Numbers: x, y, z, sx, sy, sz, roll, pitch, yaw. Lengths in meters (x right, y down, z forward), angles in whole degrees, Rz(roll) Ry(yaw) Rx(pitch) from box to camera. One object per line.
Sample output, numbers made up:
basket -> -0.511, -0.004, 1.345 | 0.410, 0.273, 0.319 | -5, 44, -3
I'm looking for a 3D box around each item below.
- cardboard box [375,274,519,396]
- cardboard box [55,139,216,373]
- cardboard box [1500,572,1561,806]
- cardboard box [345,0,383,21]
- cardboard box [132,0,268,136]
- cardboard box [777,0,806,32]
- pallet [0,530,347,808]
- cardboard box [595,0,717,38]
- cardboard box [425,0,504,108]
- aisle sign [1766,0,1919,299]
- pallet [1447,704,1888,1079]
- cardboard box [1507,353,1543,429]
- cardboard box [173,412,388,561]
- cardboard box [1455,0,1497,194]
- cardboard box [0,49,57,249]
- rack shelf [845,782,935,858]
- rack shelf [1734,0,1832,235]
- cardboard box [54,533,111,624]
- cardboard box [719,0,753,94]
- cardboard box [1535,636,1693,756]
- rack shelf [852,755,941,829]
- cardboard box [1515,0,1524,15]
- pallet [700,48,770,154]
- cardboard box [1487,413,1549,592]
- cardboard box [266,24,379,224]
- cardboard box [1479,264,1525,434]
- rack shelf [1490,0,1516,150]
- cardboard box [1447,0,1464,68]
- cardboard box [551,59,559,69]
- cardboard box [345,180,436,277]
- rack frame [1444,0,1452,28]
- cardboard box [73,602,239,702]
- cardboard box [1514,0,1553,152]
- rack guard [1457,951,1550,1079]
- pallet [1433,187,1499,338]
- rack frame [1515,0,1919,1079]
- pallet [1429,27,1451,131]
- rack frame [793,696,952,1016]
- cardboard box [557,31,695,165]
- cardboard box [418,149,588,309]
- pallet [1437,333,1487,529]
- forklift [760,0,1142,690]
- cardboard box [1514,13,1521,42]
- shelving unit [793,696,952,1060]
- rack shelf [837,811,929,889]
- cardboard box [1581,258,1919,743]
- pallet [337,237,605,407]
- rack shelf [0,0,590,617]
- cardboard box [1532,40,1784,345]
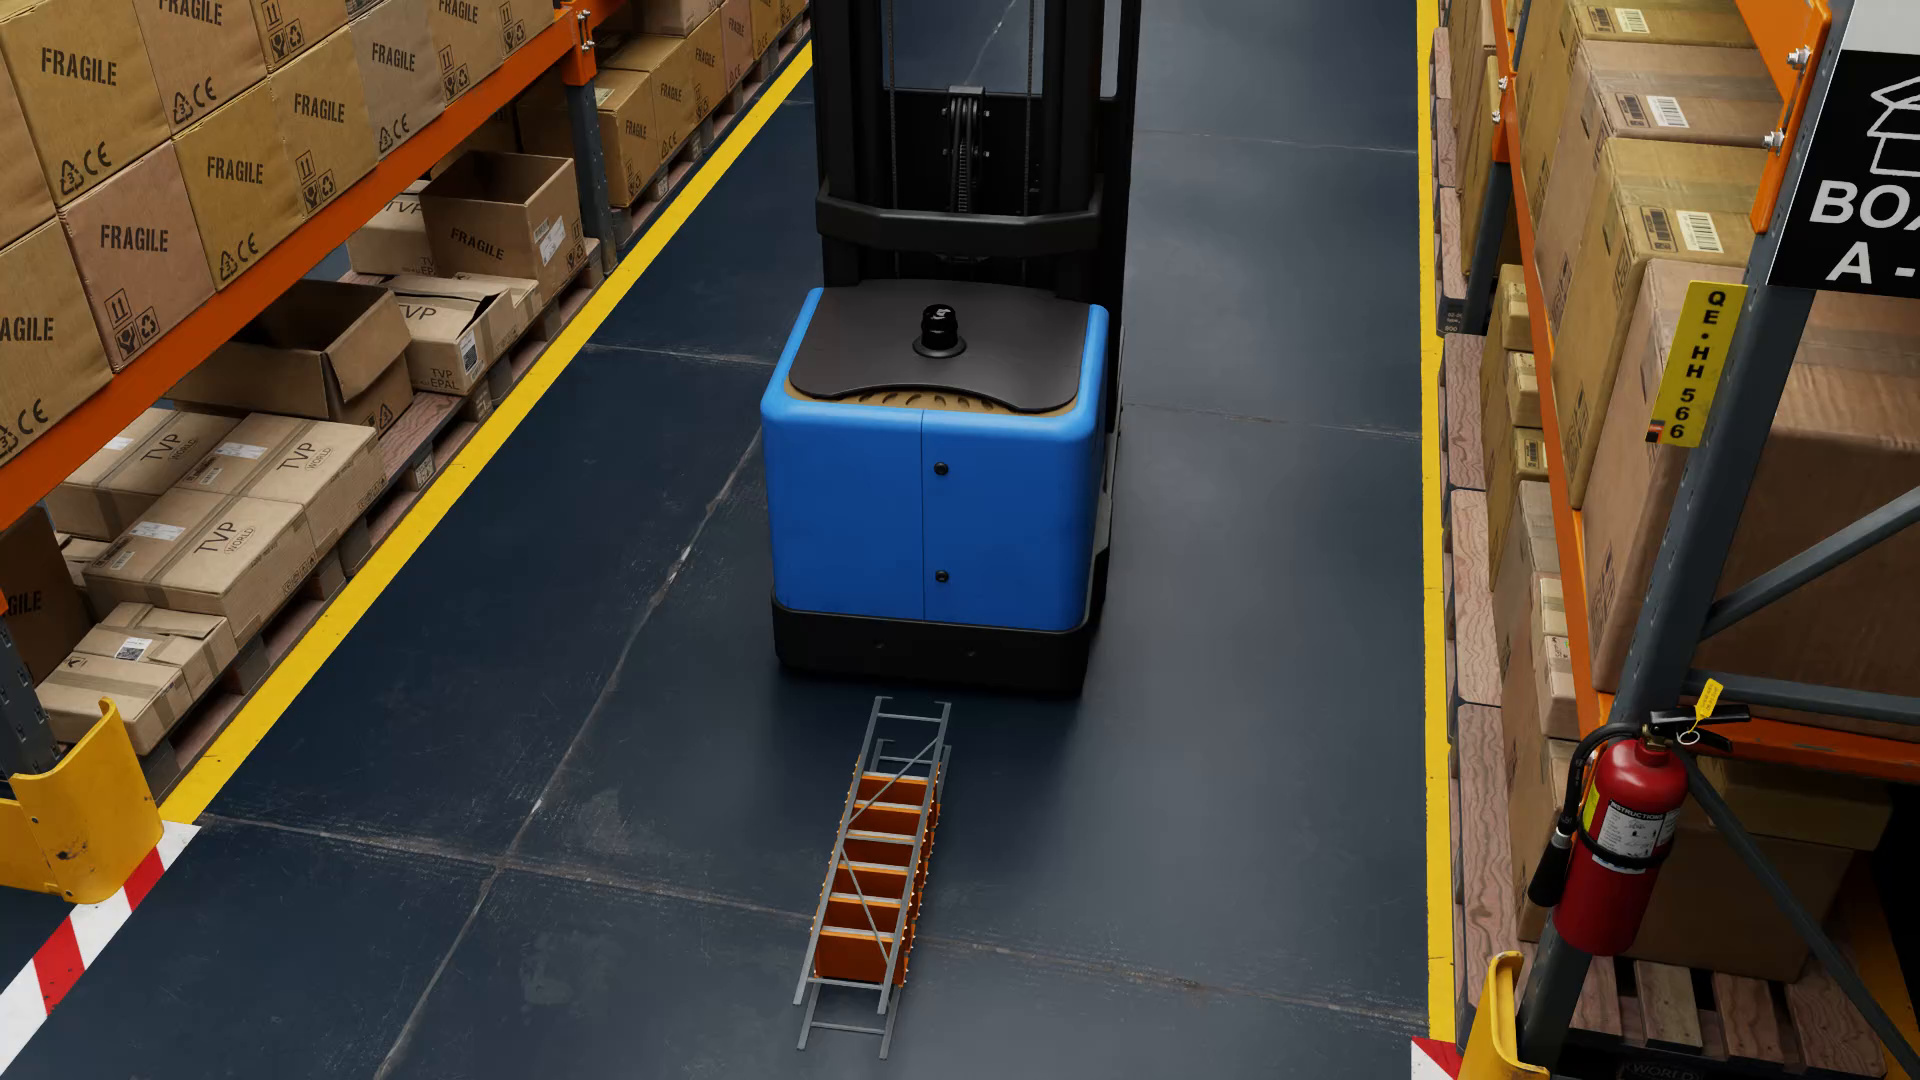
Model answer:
cardboard box -> -2.167, -0.873, 6.815 | 0.500, 0.311, 0.500 | 7, 37, 10
cardboard box -> -2.560, -0.841, 4.769 | 0.500, 0.500, 0.500 | 7, 37, 10
cardboard box -> 1.982, 0.477, 4.808 | 0.700, 0.500, 0.500 | 7, 37, 10
cardboard box -> -2.232, -2.116, 5.677 | 0.500, 0.500, 0.500 | 8, 37, 10
cardboard box -> -2.449, -1.537, 4.877 | 0.500, 0.500, 0.500 | 8, 37, 11
cardboard box -> -1.279, -3.470, 10.237 | 0.500, 0.500, 0.500 | 9, 37, 12
pallet -> -2.832, 0.345, 5.594 | 1.003, 0.211, 1.213 | 7, 37, 10
cardboard box -> -1.608, -2.866, 8.764 | 0.500, 0.250, 0.500 | 7, 37, 10
cardboard box -> -2.128, -2.002, 6.371 | 0.500, 0.500, 0.500 | 8, 37, 11
aisle sign -> 1.515, -0.713, 2.463 | 0.394, 0.787, 0.004 | 7, 37, 10
pallet -> 1.917, 0.997, 4.695 | 1.003, 0.211, 1.213 | 7, 37, 10
cardboard box -> 2.055, -0.489, 5.589 | 0.380, 0.149, 0.250 | 6, 36, 9
cardboard box -> -2.410, -0.197, 5.934 | 0.500, 0.250, 0.500 | 7, 37, 10
cardboard box -> 2.876, -2.156, 8.143 | 0.750, 0.750, 0.750 | 8, 37, 11
cardboard box -> -2.665, -0.950, 4.067 | 0.500, 0.500, 0.500 | 8, 37, 11
rack shelf -> -0.206, 0.832, 4.934 | 0.258, 0.180, 0.103 | 5, 37, 6
rack shelf -> 2.250, -1.734, 4.144 | 1.077, 0.370, 4.000 | 7, 37, 10
cardboard box -> -2.967, 0.123, 5.564 | 0.380, 0.166, 0.250 | 7, 37, 10
cardboard box -> -1.496, -2.872, 9.411 | 0.500, 0.500, 0.500 | 6, 36, 8
cardboard box -> 1.724, 0.405, 4.355 | 0.380, 0.149, 0.250 | 7, 37, 9
rack shelf -> -0.189, 0.761, 5.030 | 0.258, 0.180, 0.103 | 5, 37, 6
cardboard box -> 2.530, -2.423, 6.681 | 0.500, 0.500, 0.500 | 7, 36, 9
pallet -> -1.767, -2.620, 9.685 | 1.003, 0.211, 1.213 | 7, 37, 10
cardboard box -> 2.195, -0.118, 5.629 | 0.700, 0.500, 0.500 | 8, 37, 11
cardboard box -> -2.341, -1.415, 5.561 | 0.500, 0.500, 0.500 | 8, 37, 11
cardboard box -> 2.418, -0.699, 6.431 | 0.700, 0.500, 0.500 | 8, 37, 11
rack shelf -> 3.105, -2.813, 8.188 | 1.077, 0.370, 4.000 | 7, 37, 10
cardboard box -> 3.247, -3.145, 9.507 | 0.750, 0.750, 0.750 | 7, 36, 9
cardboard box -> -2.224, -2.343, 8.682 | 0.500, 0.500, 0.500 | 7, 37, 10
cardboard box -> -2.464, -1.452, 7.614 | 0.500, 0.311, 0.500 | 7, 37, 10
rack frame -> 3.532, -4.251, 9.559 | 1.000, 3.000, 0.127 | 7, 37, 10
cardboard box -> -2.539, 0.346, 5.256 | 0.380, 0.166, 0.250 | 7, 37, 10
cardboard box -> 2.546, -1.770, 5.880 | 0.980, 0.700, 0.700 | 8, 37, 11
rack guard -> 1.818, 1.362, 3.945 | 1.175, 0.500, 0.348 | 7, 37, 10
pallet -> 2.769, -1.280, 7.836 | 1.003, 0.211, 1.213 | 7, 37, 10
rack frame -> 1.820, 0.335, 3.231 | 0.949, 2.616, 0.053 | 7, 37, 10
pallet -> 3.290, -2.679, 9.766 | 1.003, 0.211, 1.213 | 7, 37, 10
rack frame -> -0.228, 0.854, 4.748 | 0.240, 0.006, 1.200 | 5, 37, 6
cardboard box -> -1.718, -2.296, 8.617 | 0.500, 0.500, 0.500 | 8, 37, 11
cardboard box -> -2.007, -1.380, 7.353 | 0.500, 0.500, 0.500 | 7, 37, 10
pallet -> 2.439, -0.402, 6.625 | 1.003, 0.211, 1.213 | 7, 37, 10
forklift -> 0.081, -1.549, 5.889 | 1.130, 2.935, 3.031 | 4, 36, 6
cardboard box -> 2.473, -2.093, 6.779 | 0.380, 0.149, 0.250 | 8, 37, 10
shelving unit -> -0.228, 0.928, 4.803 | 0.258, 0.189, 1.200 | 5, 37, 6
rack shelf -> -0.222, 0.902, 4.838 | 0.258, 0.180, 0.103 | 5, 37, 6
cardboard box -> 1.922, -0.079, 3.548 | 0.980, 0.700, 0.700 | 9, 37, 12
pallet -> -2.310, -1.053, 7.524 | 1.003, 0.211, 1.213 | 7, 37, 10
rack shelf -> -2.590, -1.138, 5.878 | 1.077, 0.370, 4.000 | 7, 37, 10
cardboard box -> 2.239, -0.934, 4.727 | 0.980, 0.700, 0.700 | 6, 36, 8
